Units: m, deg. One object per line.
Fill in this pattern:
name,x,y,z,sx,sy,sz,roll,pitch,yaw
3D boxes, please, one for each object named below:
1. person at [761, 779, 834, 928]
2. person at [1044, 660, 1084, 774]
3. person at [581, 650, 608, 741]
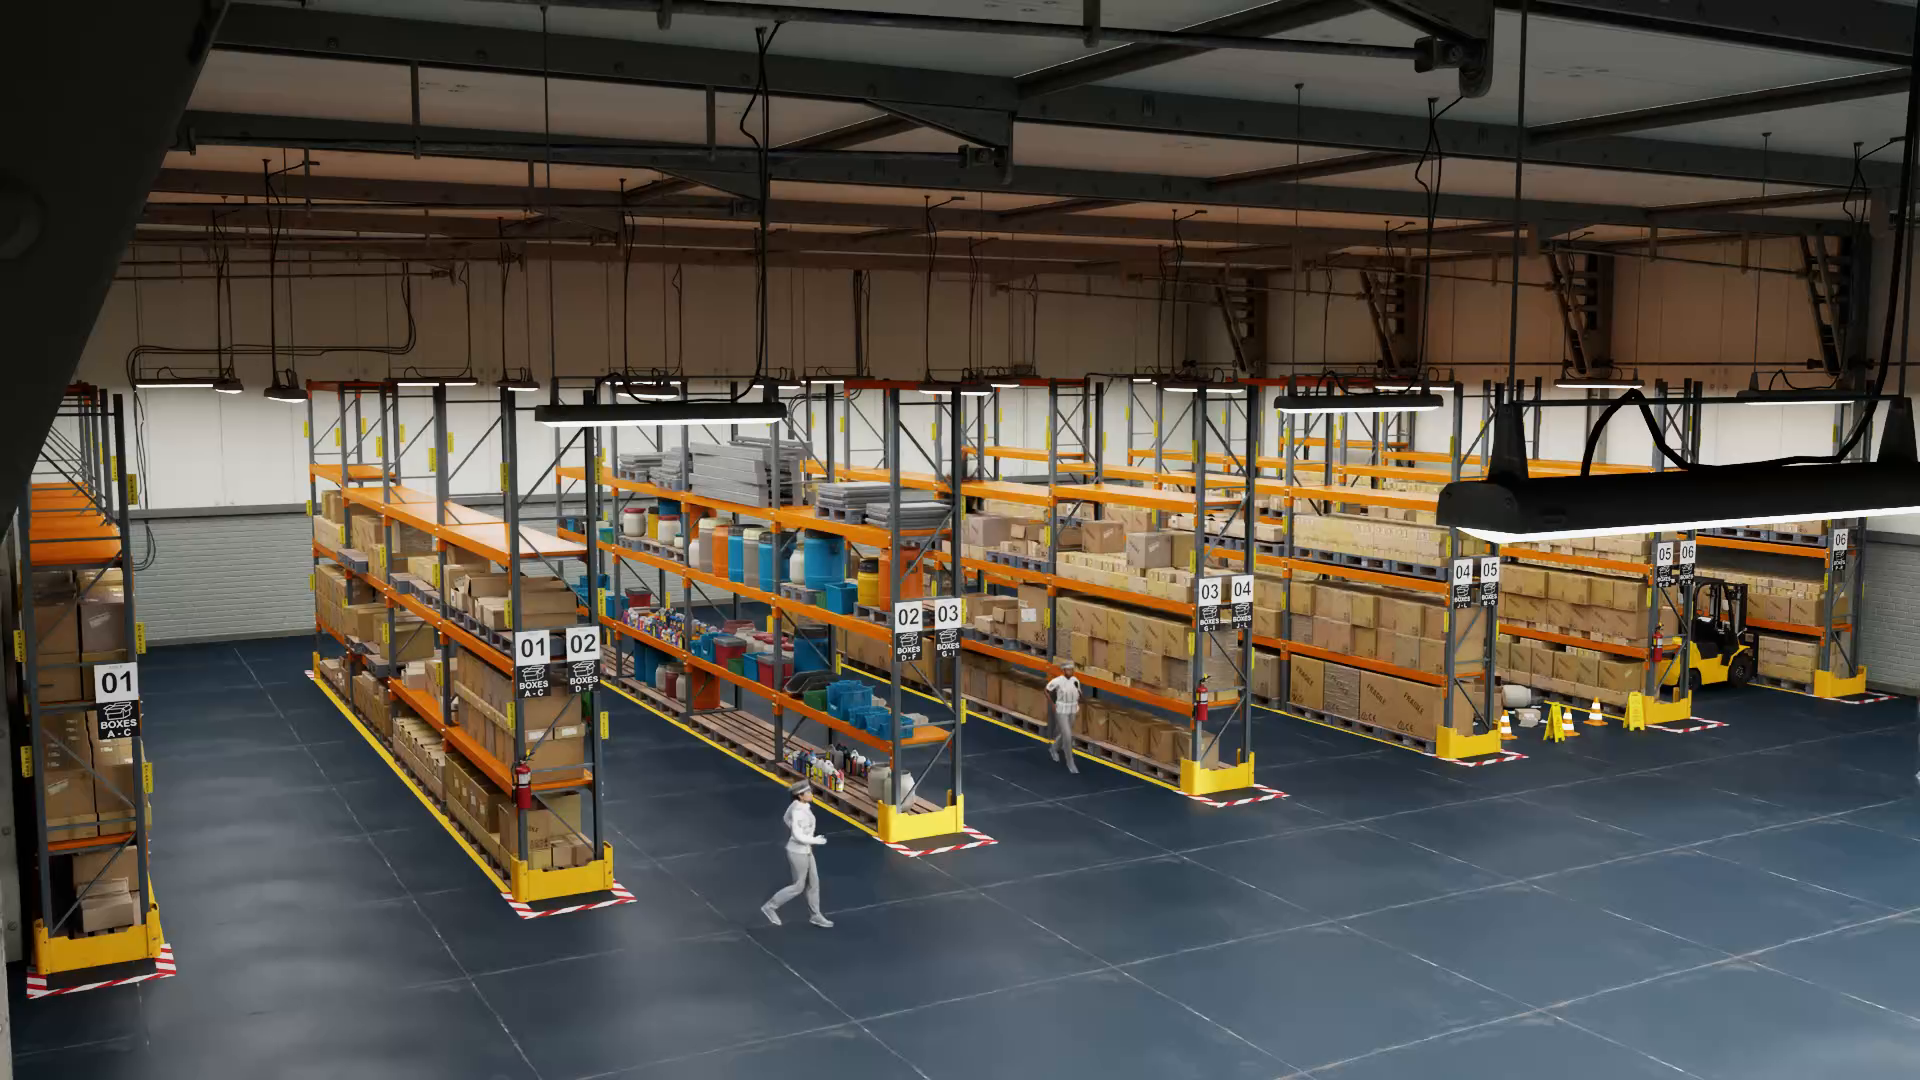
person,-1.824,3.515,18.638,0.814,1.713,0.639,0,6,-2
person,1.656,2.725,25.994,0.569,1.741,0.841,-4,7,-34
person,-6.308,2.446,28.172,0.597,1.805,0.967,-6,8,-42
